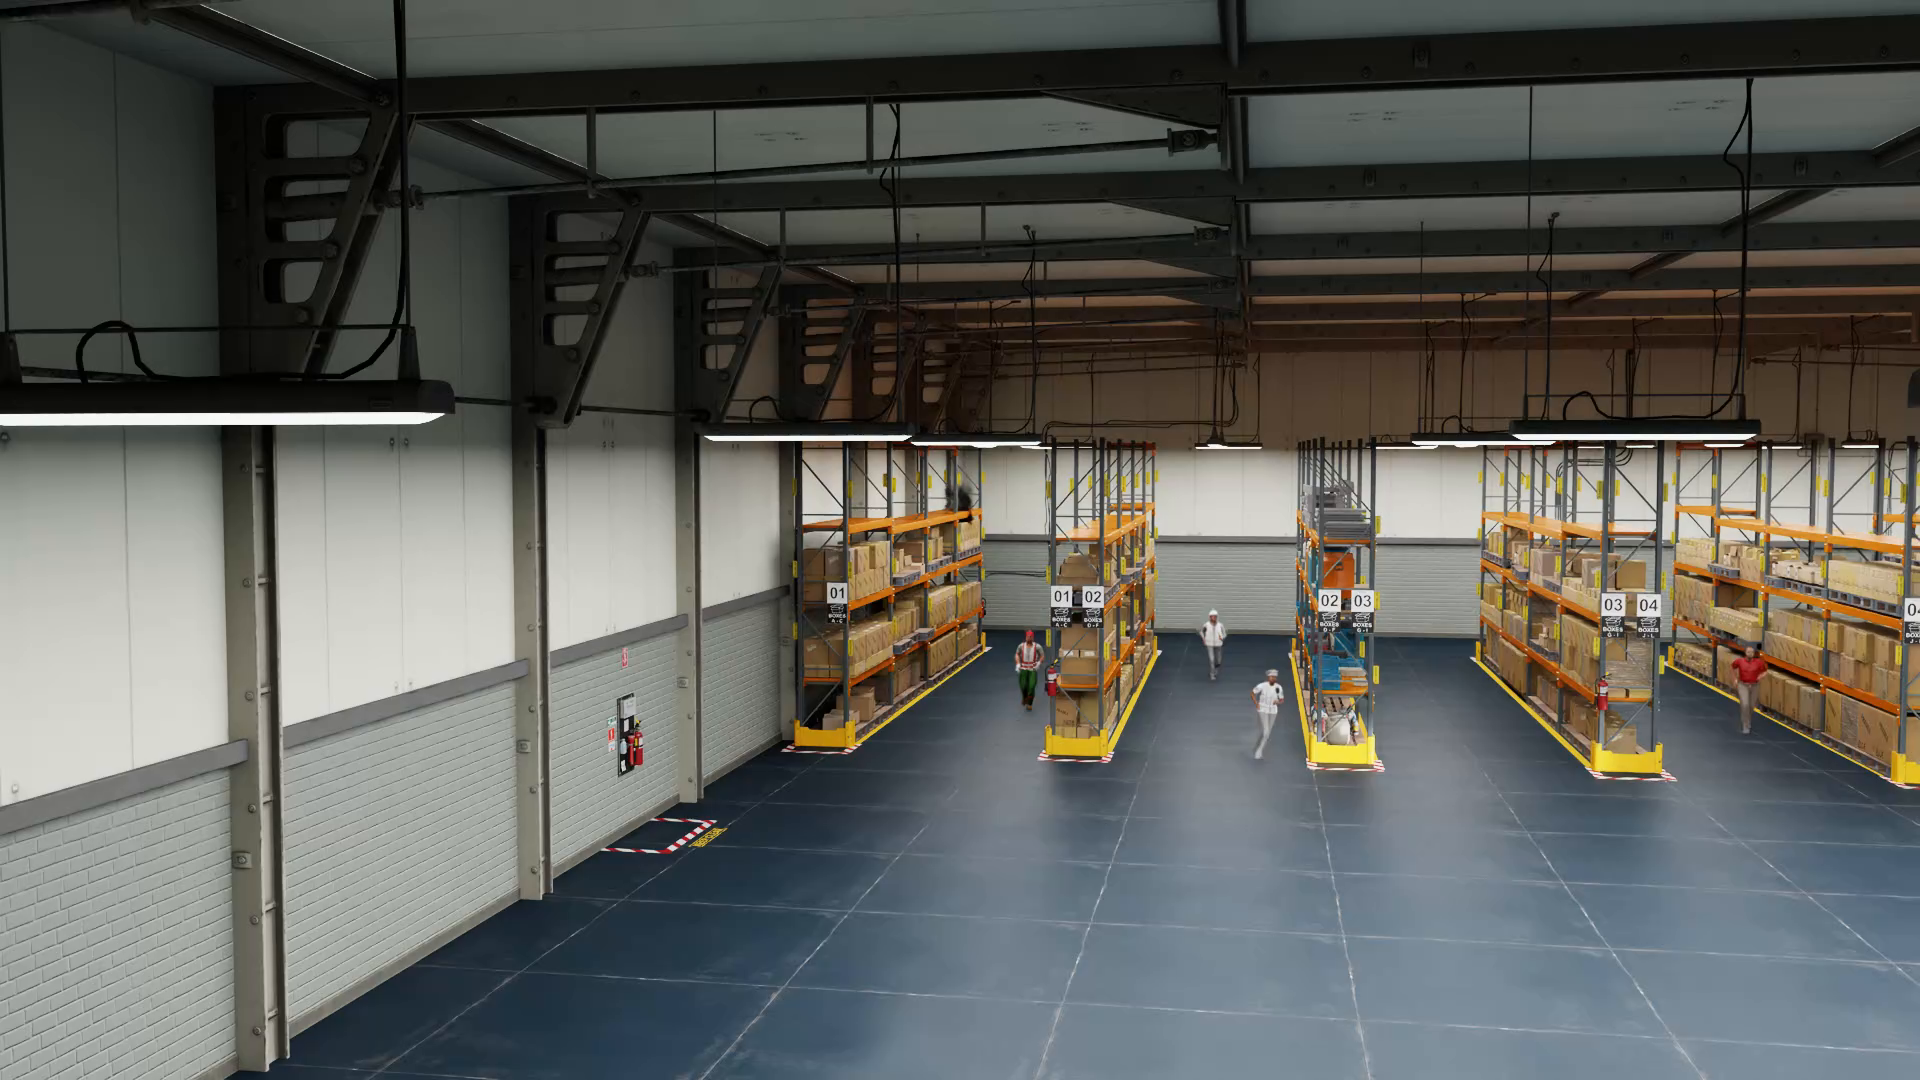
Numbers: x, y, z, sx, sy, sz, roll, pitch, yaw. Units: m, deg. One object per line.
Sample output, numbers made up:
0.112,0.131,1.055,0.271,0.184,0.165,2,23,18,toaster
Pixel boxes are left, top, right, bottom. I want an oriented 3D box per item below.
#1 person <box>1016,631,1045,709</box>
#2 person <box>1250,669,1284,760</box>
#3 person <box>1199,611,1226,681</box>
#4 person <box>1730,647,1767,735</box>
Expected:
1.551,2.889,36.976,0.669,1.749,0.584,0,3,8,person
5.754,3.261,31.062,0.567,1.726,0.647,-1,3,-15,person
6.363,2.645,41.784,0.668,1.739,0.766,0,3,0,person
16.169,3.063,34.072,0.650,1.771,0.851,1,3,11,person
